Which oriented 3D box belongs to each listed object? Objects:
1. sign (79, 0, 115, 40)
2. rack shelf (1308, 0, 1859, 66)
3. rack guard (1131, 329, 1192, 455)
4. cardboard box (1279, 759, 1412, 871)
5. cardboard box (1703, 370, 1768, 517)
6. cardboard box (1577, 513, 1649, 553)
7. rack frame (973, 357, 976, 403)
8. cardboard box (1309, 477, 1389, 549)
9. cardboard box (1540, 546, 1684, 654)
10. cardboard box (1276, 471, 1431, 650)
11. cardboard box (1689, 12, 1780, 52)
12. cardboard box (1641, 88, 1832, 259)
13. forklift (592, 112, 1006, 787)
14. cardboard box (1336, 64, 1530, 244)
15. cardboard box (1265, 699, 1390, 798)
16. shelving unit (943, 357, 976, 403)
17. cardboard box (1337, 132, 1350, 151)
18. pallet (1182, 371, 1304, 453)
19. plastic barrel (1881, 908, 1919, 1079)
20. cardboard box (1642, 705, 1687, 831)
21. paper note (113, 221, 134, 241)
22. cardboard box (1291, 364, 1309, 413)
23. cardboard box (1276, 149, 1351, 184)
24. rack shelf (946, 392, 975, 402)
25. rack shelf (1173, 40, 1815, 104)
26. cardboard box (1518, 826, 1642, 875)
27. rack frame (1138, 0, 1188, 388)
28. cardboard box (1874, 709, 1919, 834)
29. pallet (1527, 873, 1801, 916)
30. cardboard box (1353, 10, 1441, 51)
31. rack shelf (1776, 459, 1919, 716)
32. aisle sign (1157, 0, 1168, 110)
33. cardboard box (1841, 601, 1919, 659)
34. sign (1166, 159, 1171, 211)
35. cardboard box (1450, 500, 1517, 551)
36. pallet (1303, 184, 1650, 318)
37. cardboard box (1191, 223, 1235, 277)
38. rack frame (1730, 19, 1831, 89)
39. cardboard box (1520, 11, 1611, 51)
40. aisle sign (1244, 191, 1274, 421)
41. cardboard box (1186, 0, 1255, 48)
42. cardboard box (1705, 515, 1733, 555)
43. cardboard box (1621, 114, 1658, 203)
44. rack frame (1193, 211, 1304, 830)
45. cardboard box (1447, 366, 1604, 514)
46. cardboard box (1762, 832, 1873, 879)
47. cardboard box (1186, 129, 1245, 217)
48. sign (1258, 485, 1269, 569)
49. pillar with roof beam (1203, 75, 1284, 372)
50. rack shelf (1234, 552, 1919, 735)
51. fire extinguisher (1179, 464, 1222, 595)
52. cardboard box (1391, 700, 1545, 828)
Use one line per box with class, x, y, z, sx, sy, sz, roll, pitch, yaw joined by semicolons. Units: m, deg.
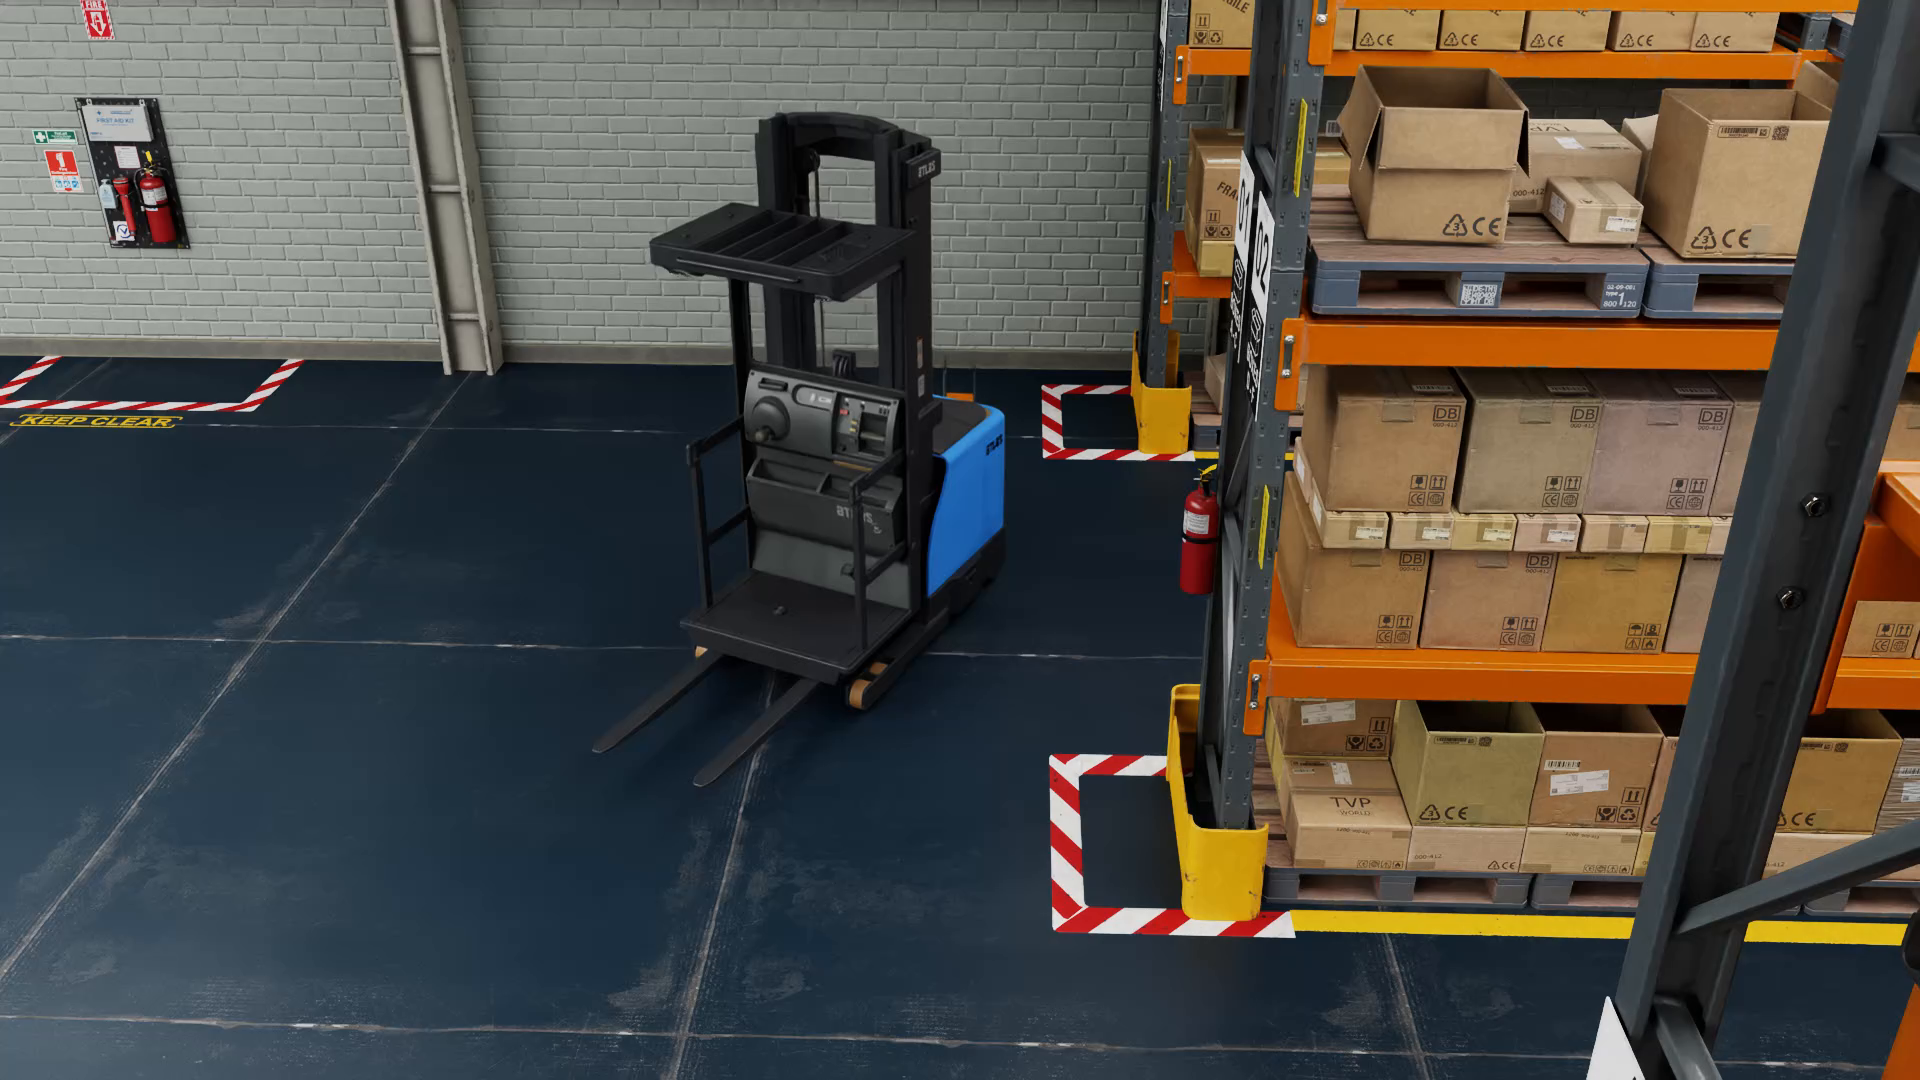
sign;-6.346;-3.833;12.228;0.199;0.298;0.001;1;28;2
rack shelf;3.221;-2.015;6.063;4.000;0.370;1.077;1;28;2
rack guard;1.469;-1.105;12.226;0.348;0.500;1.175;1;28;2
cardboard box;1.751;1.251;7.601;0.500;0.250;0.500;1;28;2
cardboard box;3.272;-0.472;6.872;0.500;0.500;0.700;1;28;2
cardboard box;2.639;-0.099;6.860;0.250;0.149;0.380;0;28;0
rack frame;0.089;-0.537;10.408;0.006;1.200;0.240;2;28;3
cardboard box;1.607;-0.115;6.891;0.250;0.149;0.380;1;28;1
cardboard box;2.710;0.095;7.187;0.500;0.500;0.700;1;28;2
cardboard box;1.689;0.078;7.219;0.500;0.500;0.700;1;28;2
cardboard box;4.875;-3.415;10.585;0.500;0.500;0.500;2;28;3
cardboard box;2.872;-1.353;6.118;0.500;0.500;0.500;1;28;2
forklift;-0.839;-0.617;8.710;1.130;2.935;3.031;13;31;24
cardboard box;1.797;-1.499;6.389;0.637;0.503;0.797;3;28;5
cardboard box;1.769;1.008;8.058;0.500;0.250;0.500;1;28;2
shelving unit;-0.003;-0.540;10.412;0.189;1.200;0.258;2;28;3
cardboard box;2.892;-2.557;11.634;0.500;0.500;0.500;0;28;0
pallet;2.280;-0.947;12.237;1.213;0.211;1.003;1;28;2
plastic barrel;1.534;0.675;2.091;0.708;0.830;0.600;1;28;2
cardboard box;3.249;0.945;7.376;0.500;0.500;0.500;1;28;2
paper note;-6.515;-2.408;12.955;0.142;0.148;0.016;1;28;2
cardboard box;2.652;-1.154;12.051;0.500;0.311;0.500;3;28;6
cardboard box;2.354;-2.323;11.193;0.500;0.500;0.500;1;28;2
rack shelf;-0.003;-0.818;10.265;0.180;0.103;0.258;2;28;3
rack shelf;3.392;-3.185;11.046;4.000;0.370;1.077;1;28;2
cardboard box;2.750;1.266;7.573;0.500;0.250;0.500;1;28;2
rack frame;1.394;-2.211;11.643;0.127;3.000;1.000;1;28;2
cardboard box;4.249;0.953;7.361;0.500;0.500;0.500;1;28;2
pallet;3.204;1.355;7.894;1.213;0.211;1.003;1;28;2
cardboard box;2.773;-3.434;10.620;0.500;0.500;0.500;2;28;4
rack shelf;3.043;0.304;1.690;4.000;0.370;1.077;1;28;2
aisle sign;1.311;-3.220;10.771;0.004;0.787;0.394;1;28;2
cardboard box;3.748;0.110;7.159;0.500;0.500;0.700;1;28;3
sign;1.375;-2.339;10.961;0.005;0.325;0.100;1;28;2
cardboard box;2.120;-0.107;6.876;0.250;0.149;0.380;1;28;2
pallet;1.928;-1.154;6.542;1.213;0.211;1.003;1;28;2
cardboard box;1.870;-1.996;11.378;0.500;0.250;0.500;0;28;0
rack frame;5.391;-2.144;11.518;0.127;3.000;1.000;1;28;2
cardboard box;3.818;-3.421;10.596;0.500;0.500;0.500;0;28;0
aisle sign;1.146;-0.898;6.391;0.004;0.787;0.394;1;28;2
cardboard box;1.719;-3.466;10.681;0.500;0.500;0.500;2;28;3
cardboard box;3.143;-0.089;6.842;0.250;0.149;0.380;1;28;2
cardboard box;2.938;-1.520;6.635;0.500;0.311;0.500;4;28;8
rack frame;1.222;0.108;7.269;0.127;3.000;1.000;1;28;2
cardboard box;2.267;-0.488;6.902;0.500;0.500;0.700;0;28;0
cardboard box;3.749;1.284;7.538;0.500;0.250;0.500;1;28;2
cardboard box;1.872;-2.576;11.671;0.500;0.500;0.500;1;28;1
sign;1.197;-0.050;6.557;0.005;0.325;0.100;1;28;2
pillar with roof beam;1.972;-3.239;7.178;0.400;9.000;9.100;1;28;2
rack shelf;3.221;0.459;7.375;4.000;0.370;1.077;1;28;2
fire extinguisher;1.121;-0.077;7.701;0.183;0.674;0.296;1;28;2
cardboard box;2.250;0.927;7.412;0.500;0.500;0.500;1;28;2
